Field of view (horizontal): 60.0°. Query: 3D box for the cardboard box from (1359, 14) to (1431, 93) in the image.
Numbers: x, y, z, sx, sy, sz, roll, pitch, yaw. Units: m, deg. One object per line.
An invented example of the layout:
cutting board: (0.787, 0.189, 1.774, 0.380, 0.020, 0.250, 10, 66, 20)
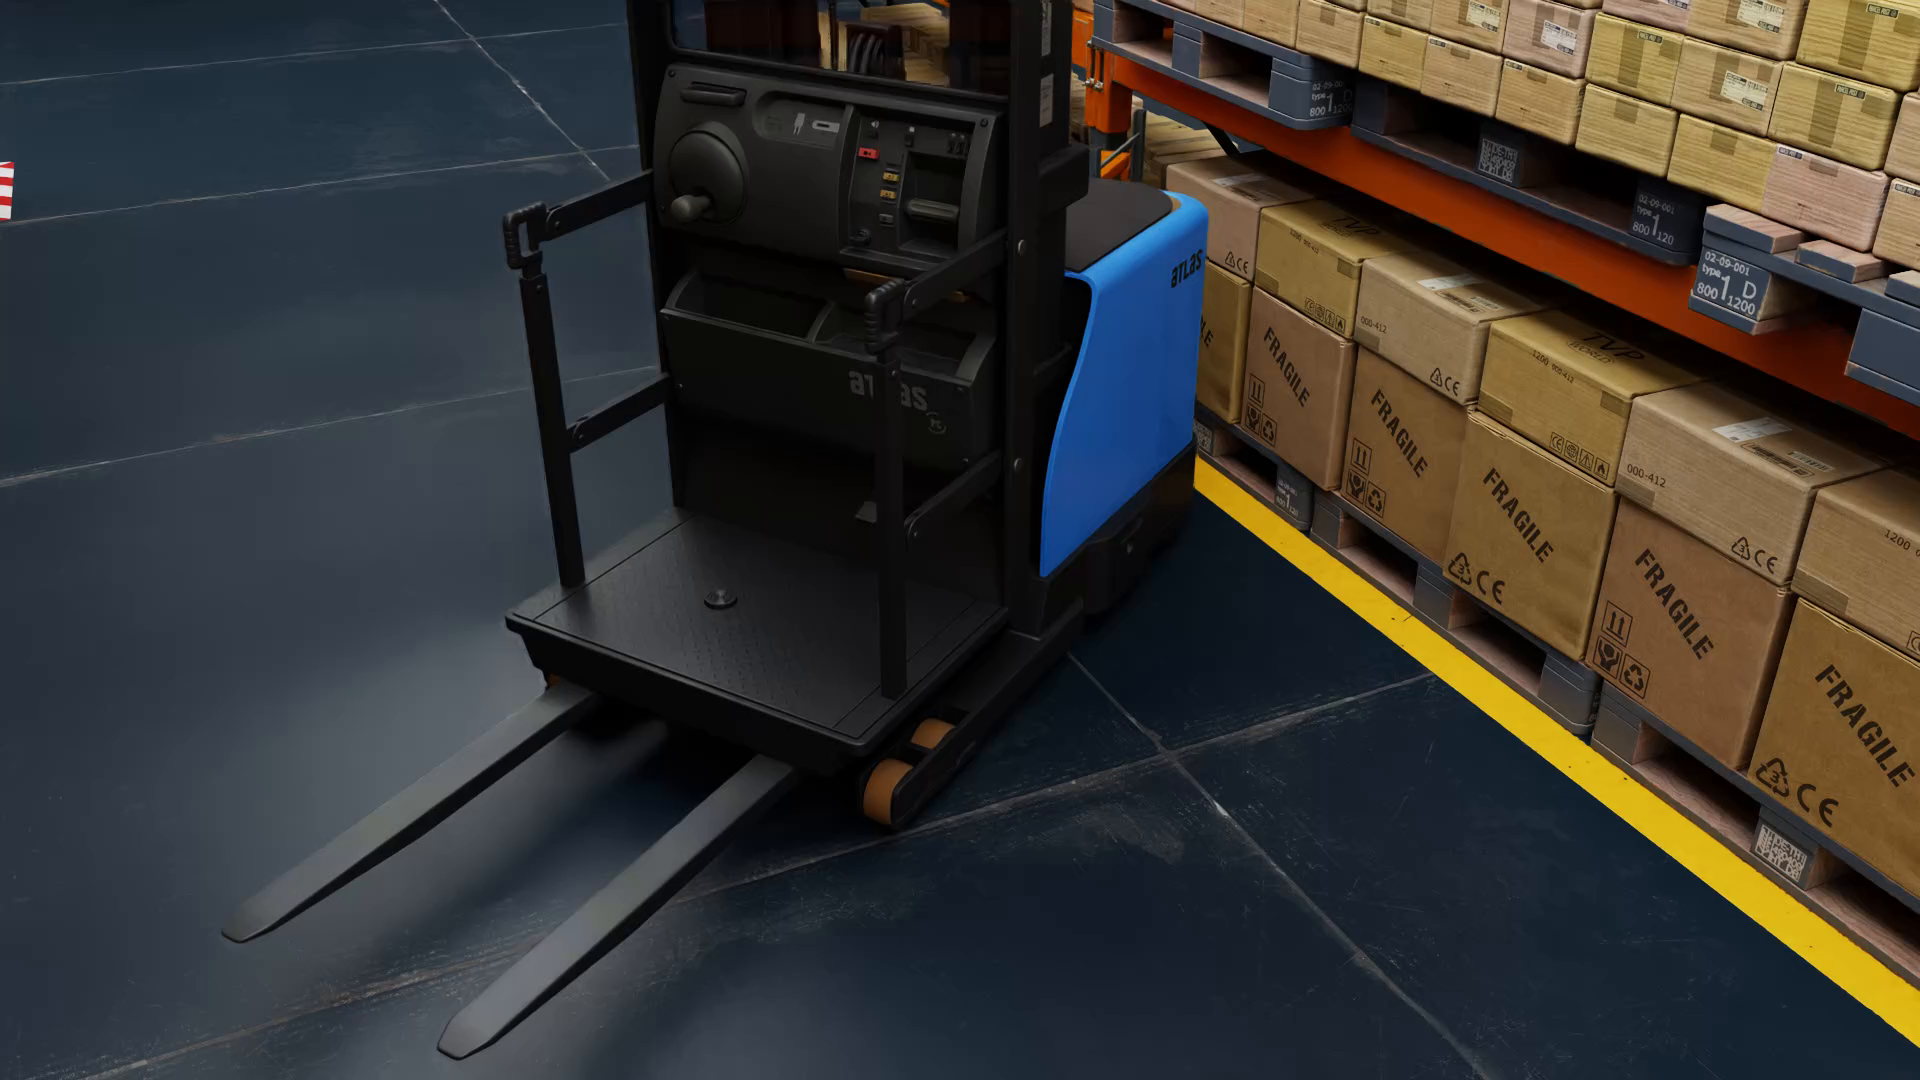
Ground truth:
cardboard box: (1.261, -1.272, 4.280, 0.380, 0.149, 0.250, -14, 32, -23)

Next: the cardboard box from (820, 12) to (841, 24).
cardboard box: (-0.858, -2.709, 8.890, 0.380, 0.149, 0.250, -15, 32, -24)

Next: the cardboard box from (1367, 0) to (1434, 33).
cardboard box: (1.263, -1.399, 4.202, 0.380, 0.149, 0.250, -14, 32, -23)

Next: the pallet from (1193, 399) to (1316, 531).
pallet: (1.277, -0.485, 5.900, 1.003, 0.211, 1.213, -13, 32, -22)

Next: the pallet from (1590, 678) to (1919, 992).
pallet: (2.325, 0.593, 3.977, 1.003, 0.211, 1.213, -13, 32, -22)

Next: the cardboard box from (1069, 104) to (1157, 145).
cardboard box: (0.630, -1.786, 7.245, 0.380, 0.149, 0.250, -14, 32, -23)

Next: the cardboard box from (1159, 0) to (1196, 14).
cardboard box: (0.820, -1.727, 5.090, 0.380, 0.149, 0.250, -13, 32, -21)

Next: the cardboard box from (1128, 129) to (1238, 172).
cardboard box: (0.916, -1.574, 6.867, 0.380, 0.149, 0.250, -11, 31, -20)

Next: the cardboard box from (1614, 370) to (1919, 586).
cardboard box: (1.902, -0.166, 3.839, 0.500, 0.250, 0.500, -13, 32, -21)

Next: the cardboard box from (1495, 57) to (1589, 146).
cardboard box: (1.486, -1.041, 3.867, 0.380, 0.149, 0.250, -12, 31, -20)

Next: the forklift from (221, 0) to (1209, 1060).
forklift: (-0.445, -0.842, 3.754, 1.130, 2.935, 3.031, 16, 33, 26)

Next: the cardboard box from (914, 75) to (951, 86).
cardboard box: (-0.080, -2.040, 7.699, 0.380, 0.149, 0.250, -13, 32, -22)

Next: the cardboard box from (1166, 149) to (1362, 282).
cardboard box: (1.020, -1.083, 5.475, 0.500, 0.250, 0.500, -15, 32, -24)

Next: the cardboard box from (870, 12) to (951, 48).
cardboard box: (-0.264, -2.708, 8.889, 0.380, 0.149, 0.250, -12, 32, -21)

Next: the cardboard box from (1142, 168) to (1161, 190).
cardboard box: (0.554, -1.347, 6.462, 0.380, 0.149, 0.250, -12, 31, -21)

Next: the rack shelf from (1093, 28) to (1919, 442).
rack shelf: (1.800, -0.848, 4.431, 1.077, 0.370, 4.000, -13, 32, -22)

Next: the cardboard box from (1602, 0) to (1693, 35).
cardboard box: (1.600, -1.184, 3.513, 0.380, 0.149, 0.250, -13, 32, -22)

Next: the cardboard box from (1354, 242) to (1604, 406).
cardboard box: (1.466, -0.622, 4.653, 0.500, 0.250, 0.500, -12, 31, -20)

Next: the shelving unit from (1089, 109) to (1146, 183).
shelving unit: (0.035, -0.913, 5.729, 1.048, 1.125, 0.538, 12, 31, 20)

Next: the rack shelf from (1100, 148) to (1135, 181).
rack shelf: (0.035, -1.169, 5.586, 1.000, 0.278, 0.538, 12, 31, 20)

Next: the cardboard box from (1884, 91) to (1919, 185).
cardboard box: (1.919, -0.722, 2.994, 0.380, 0.149, 0.250, -12, 31, -20)

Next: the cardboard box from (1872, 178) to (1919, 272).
cardboard box: (1.927, -0.583, 3.051, 0.380, 0.149, 0.250, -13, 32, -22)

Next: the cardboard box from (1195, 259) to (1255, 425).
cardboard box: (1.019, -0.756, 5.658, 0.500, 0.500, 0.500, -12, 31, -20)

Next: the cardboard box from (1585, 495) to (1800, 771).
cardboard box: (1.921, 0.163, 4.019, 0.500, 0.500, 0.500, -12, 31, -20)

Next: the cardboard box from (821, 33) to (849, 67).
cardboard box: (-0.638, -2.474, 8.472, 0.380, 0.149, 0.250, -13, 32, -22)

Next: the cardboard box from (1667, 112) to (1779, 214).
cardboard box: (1.712, -0.808, 3.451, 0.380, 0.149, 0.250, -14, 32, -23)

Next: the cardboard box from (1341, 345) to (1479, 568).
cardboard box: (1.485, -0.294, 4.834, 0.500, 0.500, 0.500, -13, 32, -21)

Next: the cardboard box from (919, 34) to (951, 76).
cardboard box: (0.016, -2.492, 8.505, 0.380, 0.149, 0.250, -14, 32, -24)

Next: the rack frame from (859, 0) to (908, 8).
rack frame: (-0.776, -3.812, 8.981, 1.000, 3.000, 0.127, -13, 32, -22)

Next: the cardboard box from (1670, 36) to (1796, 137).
cardboard box: (1.697, -0.948, 3.397, 0.380, 0.149, 0.250, -13, 32, -22)

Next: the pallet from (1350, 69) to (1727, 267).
pallet: (1.772, -1.060, 4.270, 1.003, 0.211, 1.213, -13, 32, -22)

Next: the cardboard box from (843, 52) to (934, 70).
cardboard box: (-0.346, -2.257, 8.086, 0.380, 0.149, 0.250, -12, 31, -20)

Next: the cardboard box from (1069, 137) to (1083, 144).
cardboard box: (0.295, -1.560, 6.842, 0.380, 0.149, 0.250, -13, 32, -22)

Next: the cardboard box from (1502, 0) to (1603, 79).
cardboard box: (1.480, -1.174, 3.799, 0.380, 0.149, 0.250, -12, 32, -21)

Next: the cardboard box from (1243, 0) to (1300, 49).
cardboard box: (1.030, -1.505, 4.694, 0.380, 0.149, 0.250, -13, 32, -21)

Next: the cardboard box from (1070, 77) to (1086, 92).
cardboard box: (0.403, -2.019, 7.660, 0.380, 0.149, 0.250, -14, 32, -24)

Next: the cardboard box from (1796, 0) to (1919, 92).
cardboard box: (1.816, -0.959, 3.112, 0.380, 0.149, 0.250, -12, 31, -20)

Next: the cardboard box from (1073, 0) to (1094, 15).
cardboard box: (0.608, -2.013, 6.029, 0.380, 0.149, 0.250, -13, 32, -23)
